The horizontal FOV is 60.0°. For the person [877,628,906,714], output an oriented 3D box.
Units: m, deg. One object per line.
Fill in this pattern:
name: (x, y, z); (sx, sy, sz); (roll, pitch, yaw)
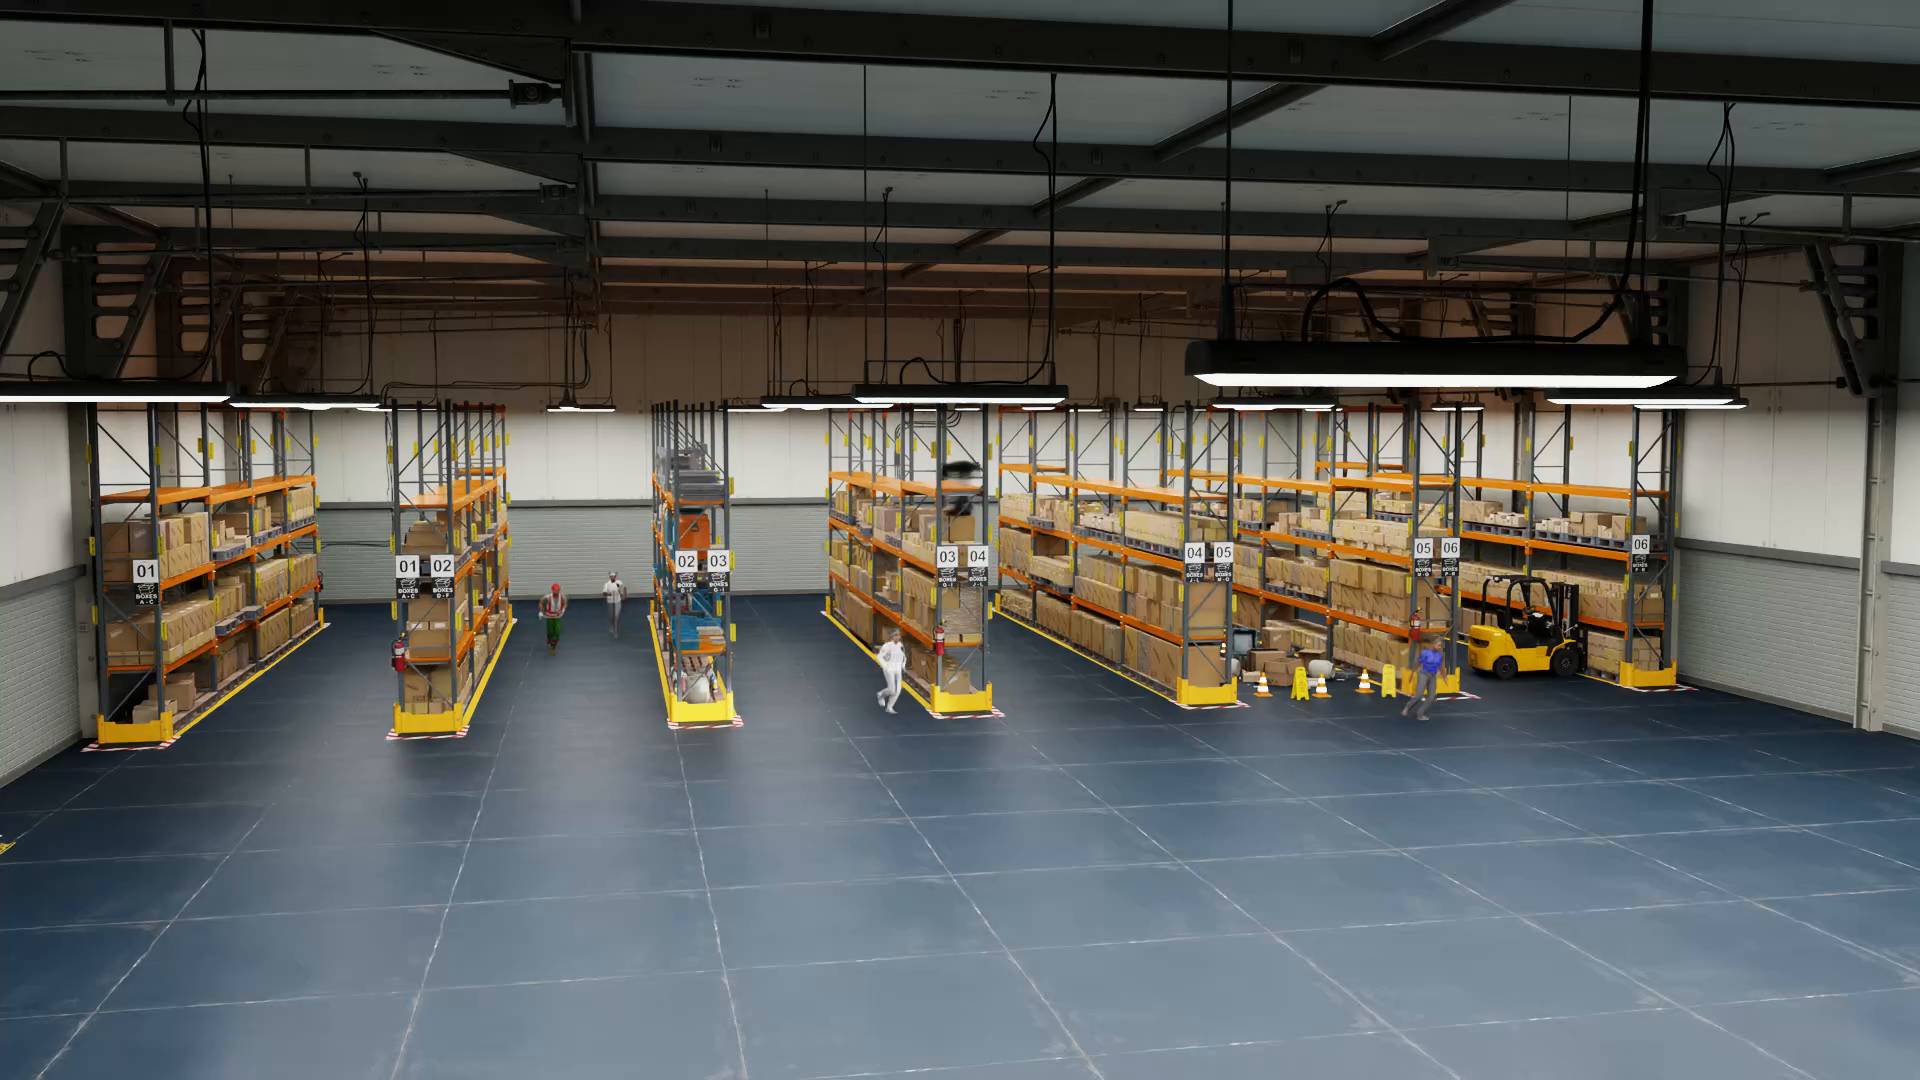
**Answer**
person: (-1.307, 2.502, 31.950); (0.612, 1.638, 0.585); (-3, 5, -35)

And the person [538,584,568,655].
person: (-9.750, 1.882, 39.874); (0.659, 1.712, 0.762); (-3, 5, -31)

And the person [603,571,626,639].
person: (-8.921, 1.644, 42.971); (0.576, 1.741, 0.898); (0, 4, -5)

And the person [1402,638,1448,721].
person: (8.686, 2.588, 31.080); (0.726, 1.576, 0.608); (-2, 5, -20)
